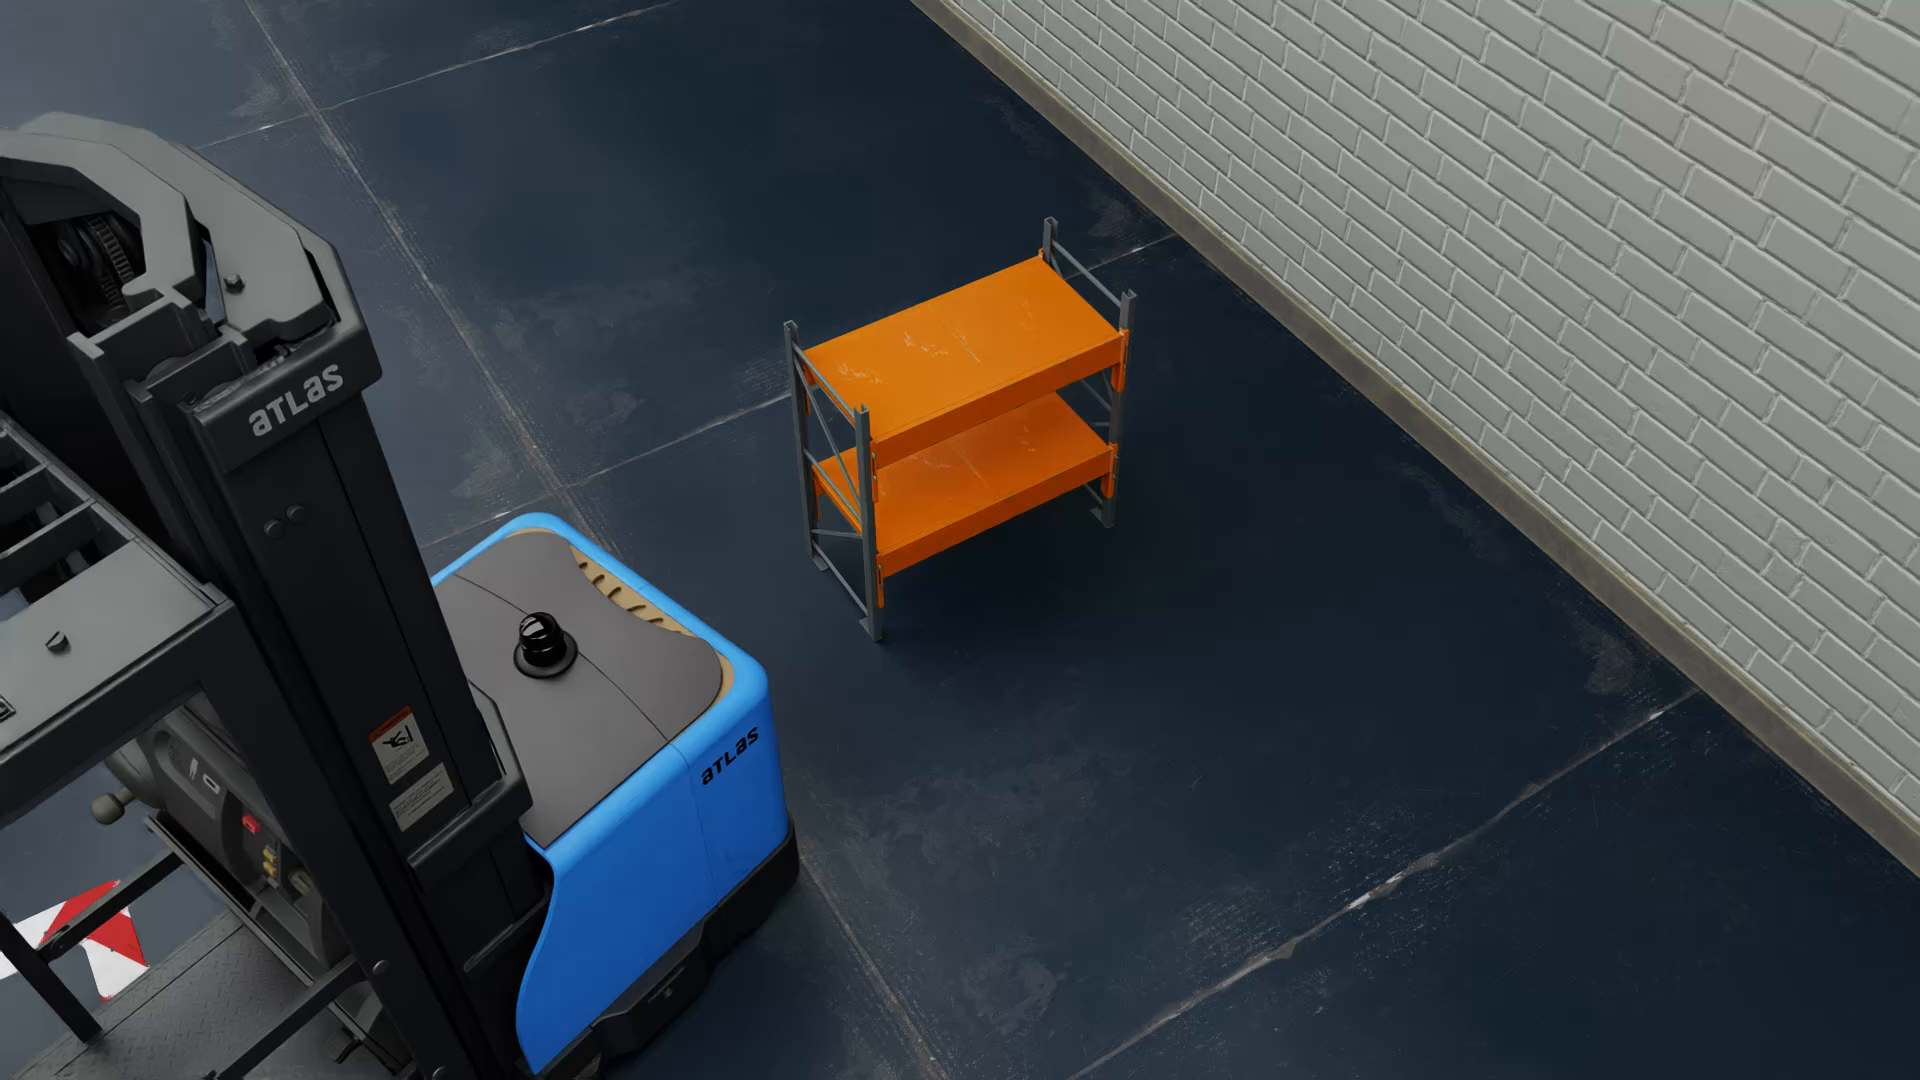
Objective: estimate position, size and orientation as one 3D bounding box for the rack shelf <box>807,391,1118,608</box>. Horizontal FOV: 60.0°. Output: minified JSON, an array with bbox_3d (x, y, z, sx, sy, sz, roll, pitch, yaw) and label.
[{"bbox_3d":[0.006,-0.214,6.015,1.000,0.278,0.538,-25,53,-21],"label":"rack shelf"}]

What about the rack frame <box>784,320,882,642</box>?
[{"bbox_3d":[-0.424,-0.174,5.652,0.032,1.125,0.500,-25,53,-21],"label":"rack frame"}]

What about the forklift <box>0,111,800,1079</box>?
[{"bbox_3d":[-1.841,0.704,3.661,1.130,2.935,3.031,32,56,25],"label":"forklift"}]

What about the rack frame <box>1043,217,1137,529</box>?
[{"bbox_3d":[0.436,-0.579,6.013,0.032,1.125,0.500,-25,53,-21],"label":"rack frame"}]

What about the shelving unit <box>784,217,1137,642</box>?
[{"bbox_3d":[0.006,-0.377,5.832,1.048,1.125,0.538,-25,53,-21],"label":"shelving unit"}]

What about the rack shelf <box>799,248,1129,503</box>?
[{"bbox_3d":[0.006,-0.571,5.614,1.000,0.278,0.538,-25,53,-21],"label":"rack shelf"}]
